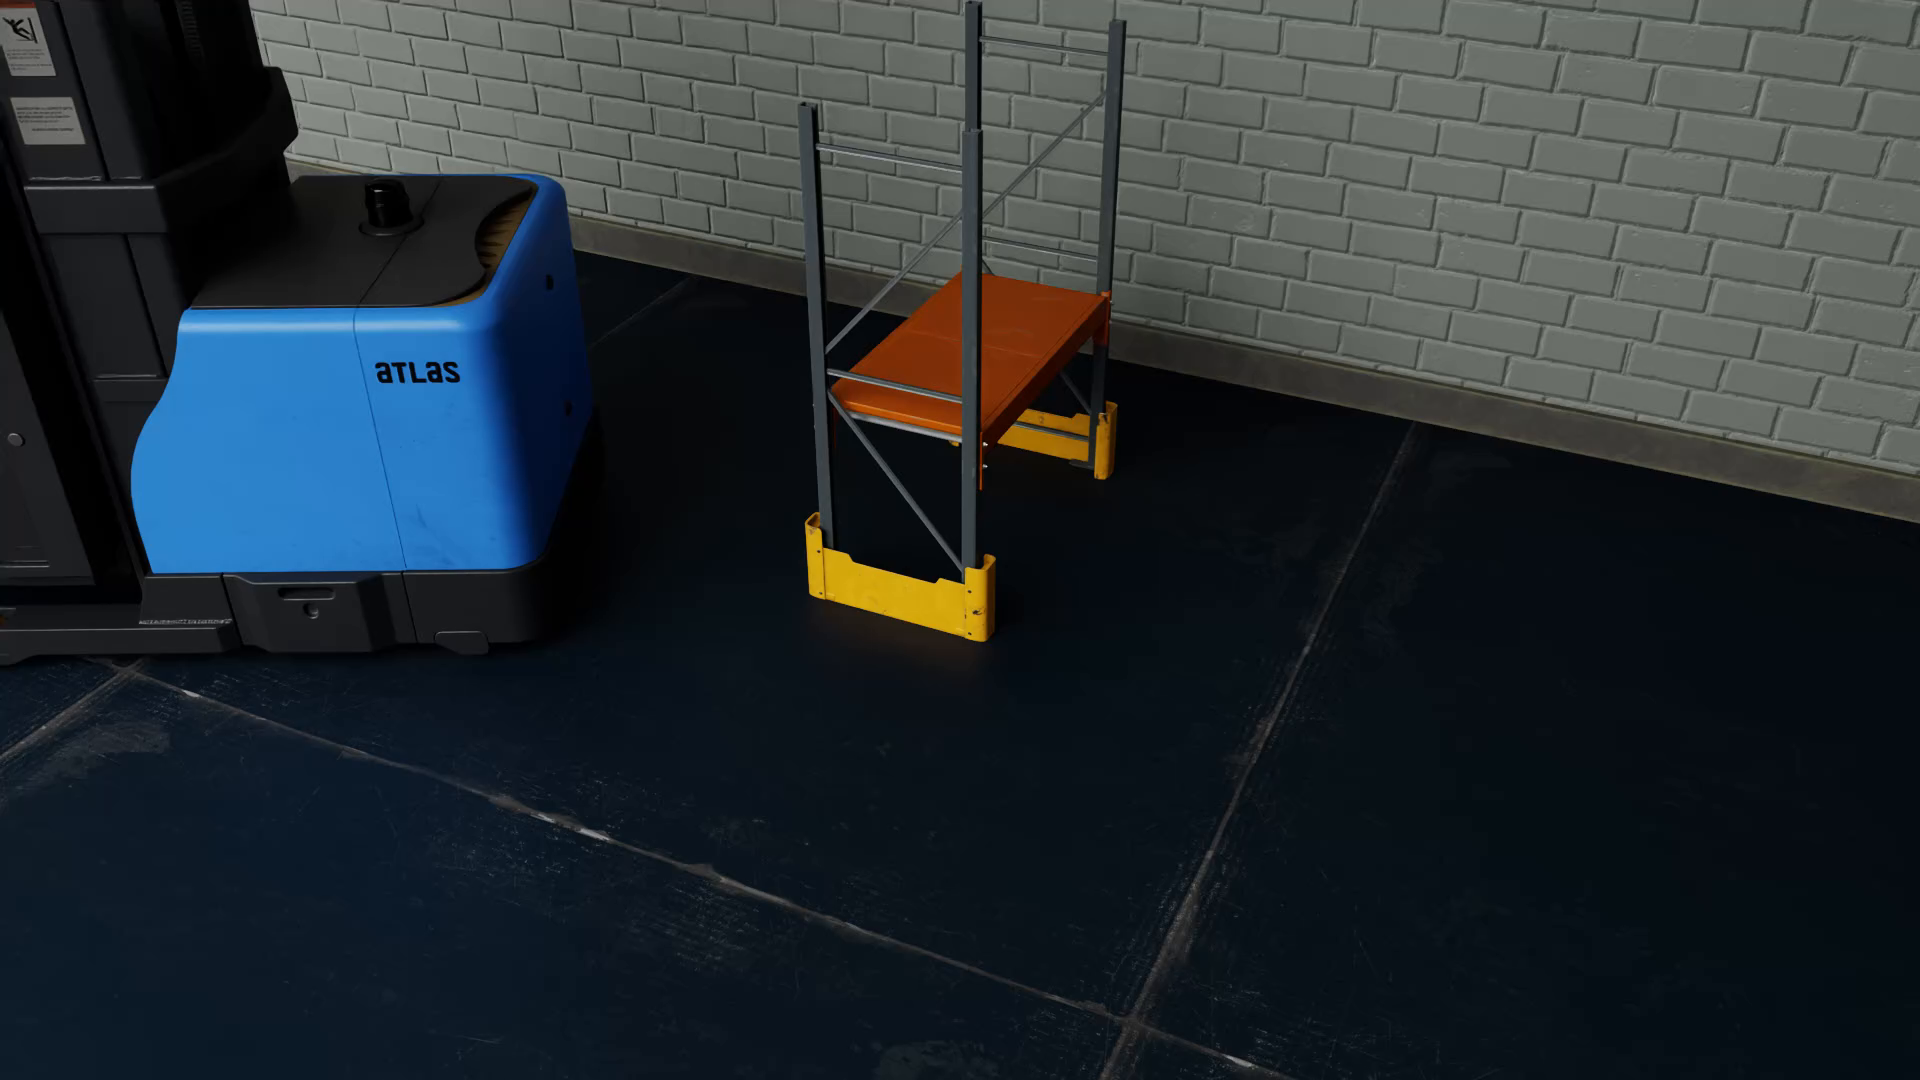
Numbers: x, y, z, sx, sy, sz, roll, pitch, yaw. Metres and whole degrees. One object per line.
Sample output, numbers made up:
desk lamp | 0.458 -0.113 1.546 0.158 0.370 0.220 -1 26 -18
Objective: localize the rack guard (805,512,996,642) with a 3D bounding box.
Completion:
rack guard | -0.176 0.106 4.861 0.587 0.250 0.087 14 36 20

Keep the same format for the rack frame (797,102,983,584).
rack frame | -0.177 -0.417 4.517 0.500 1.500 0.032 14 36 20

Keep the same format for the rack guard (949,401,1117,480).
rack guard | 0.240 -0.391 5.618 0.587 0.250 0.087 14 36 20

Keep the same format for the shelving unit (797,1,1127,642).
shelving unit | 0.032 -0.665 4.897 0.587 1.500 1.083 14 36 20

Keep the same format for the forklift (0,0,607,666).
forklift | -2.669 -1.150 4.331 3.031 2.935 1.130 -1 33 -1

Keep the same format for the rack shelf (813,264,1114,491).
rack shelf | 0.036 -0.519 5.002 0.538 0.185 1.000 14 36 20

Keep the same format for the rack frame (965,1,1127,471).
rack frame | 0.248 -0.923 5.290 0.500 1.500 0.032 14 36 20
